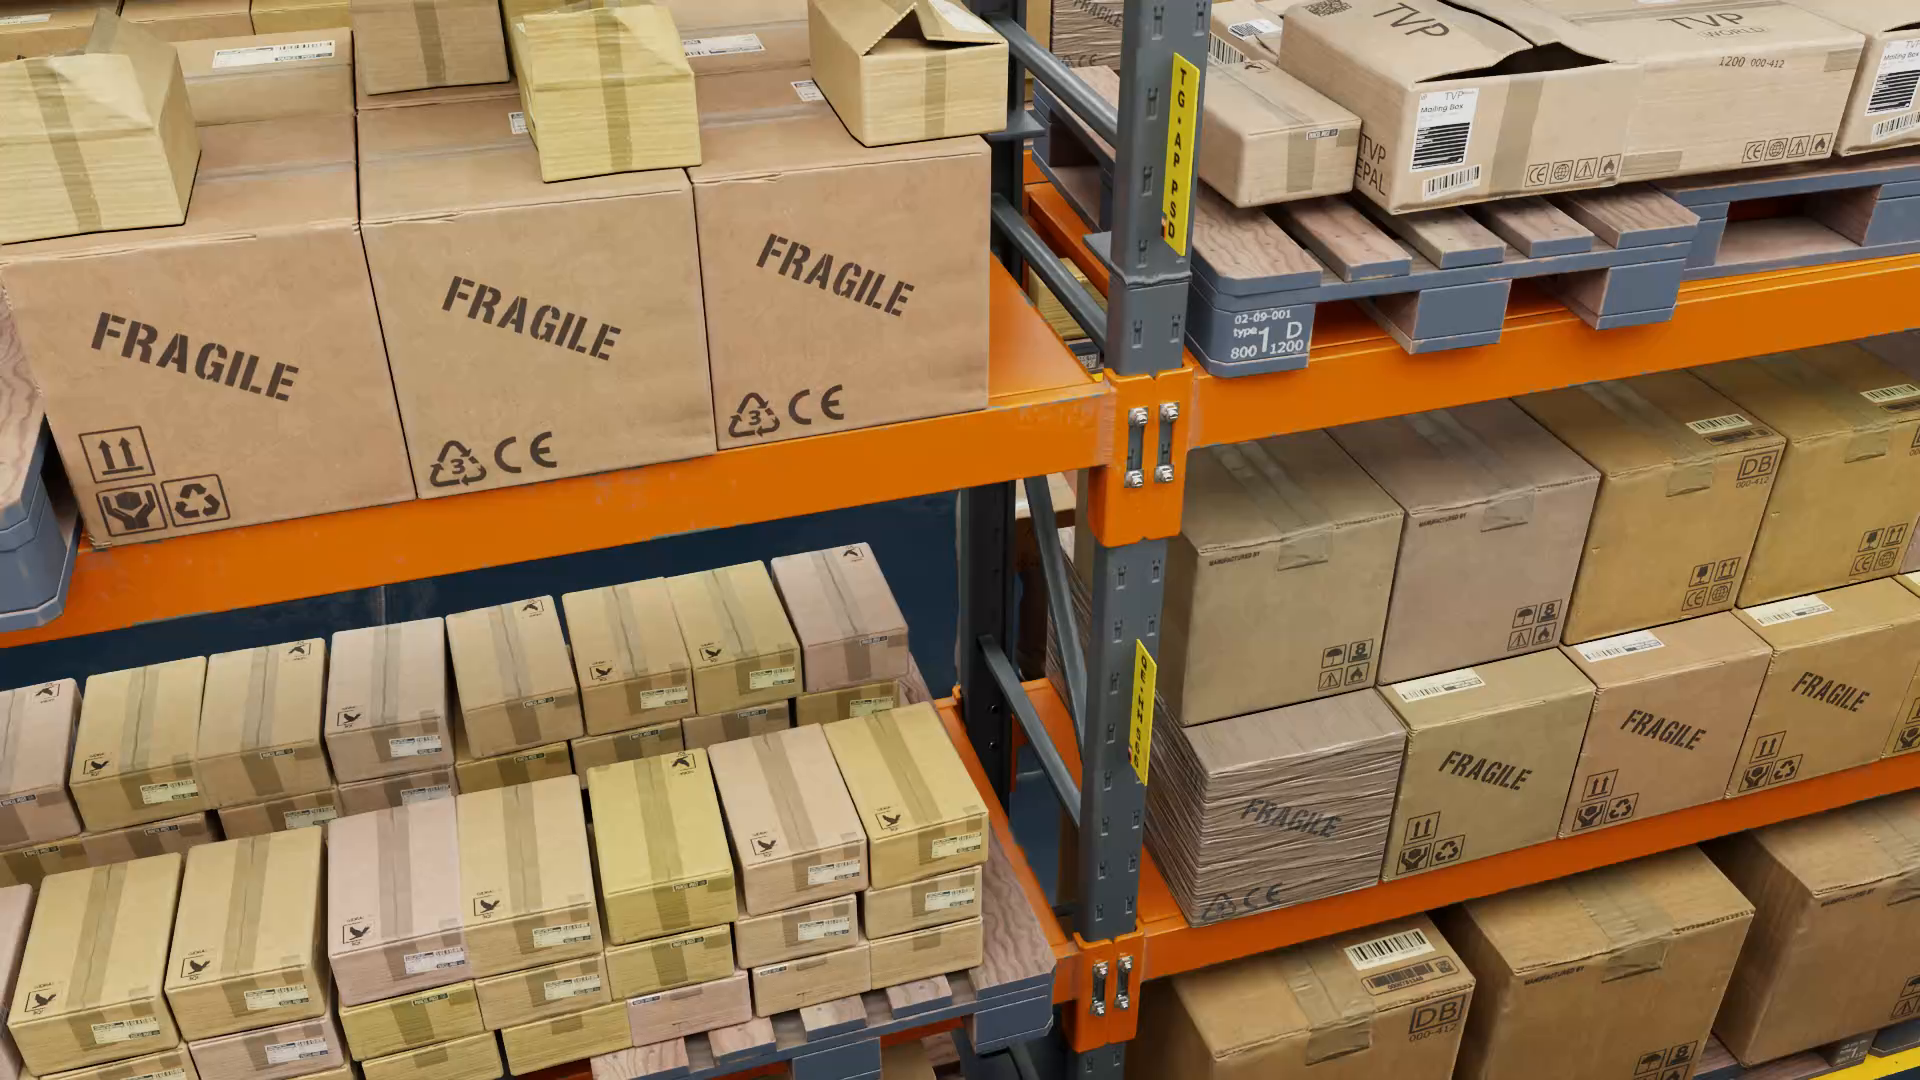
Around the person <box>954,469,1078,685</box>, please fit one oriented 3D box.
[{"bbox_3d":[0.235,-0.041,6.228,0.494,1.712,0.530,-10,35,-15],"label":"person"}]
